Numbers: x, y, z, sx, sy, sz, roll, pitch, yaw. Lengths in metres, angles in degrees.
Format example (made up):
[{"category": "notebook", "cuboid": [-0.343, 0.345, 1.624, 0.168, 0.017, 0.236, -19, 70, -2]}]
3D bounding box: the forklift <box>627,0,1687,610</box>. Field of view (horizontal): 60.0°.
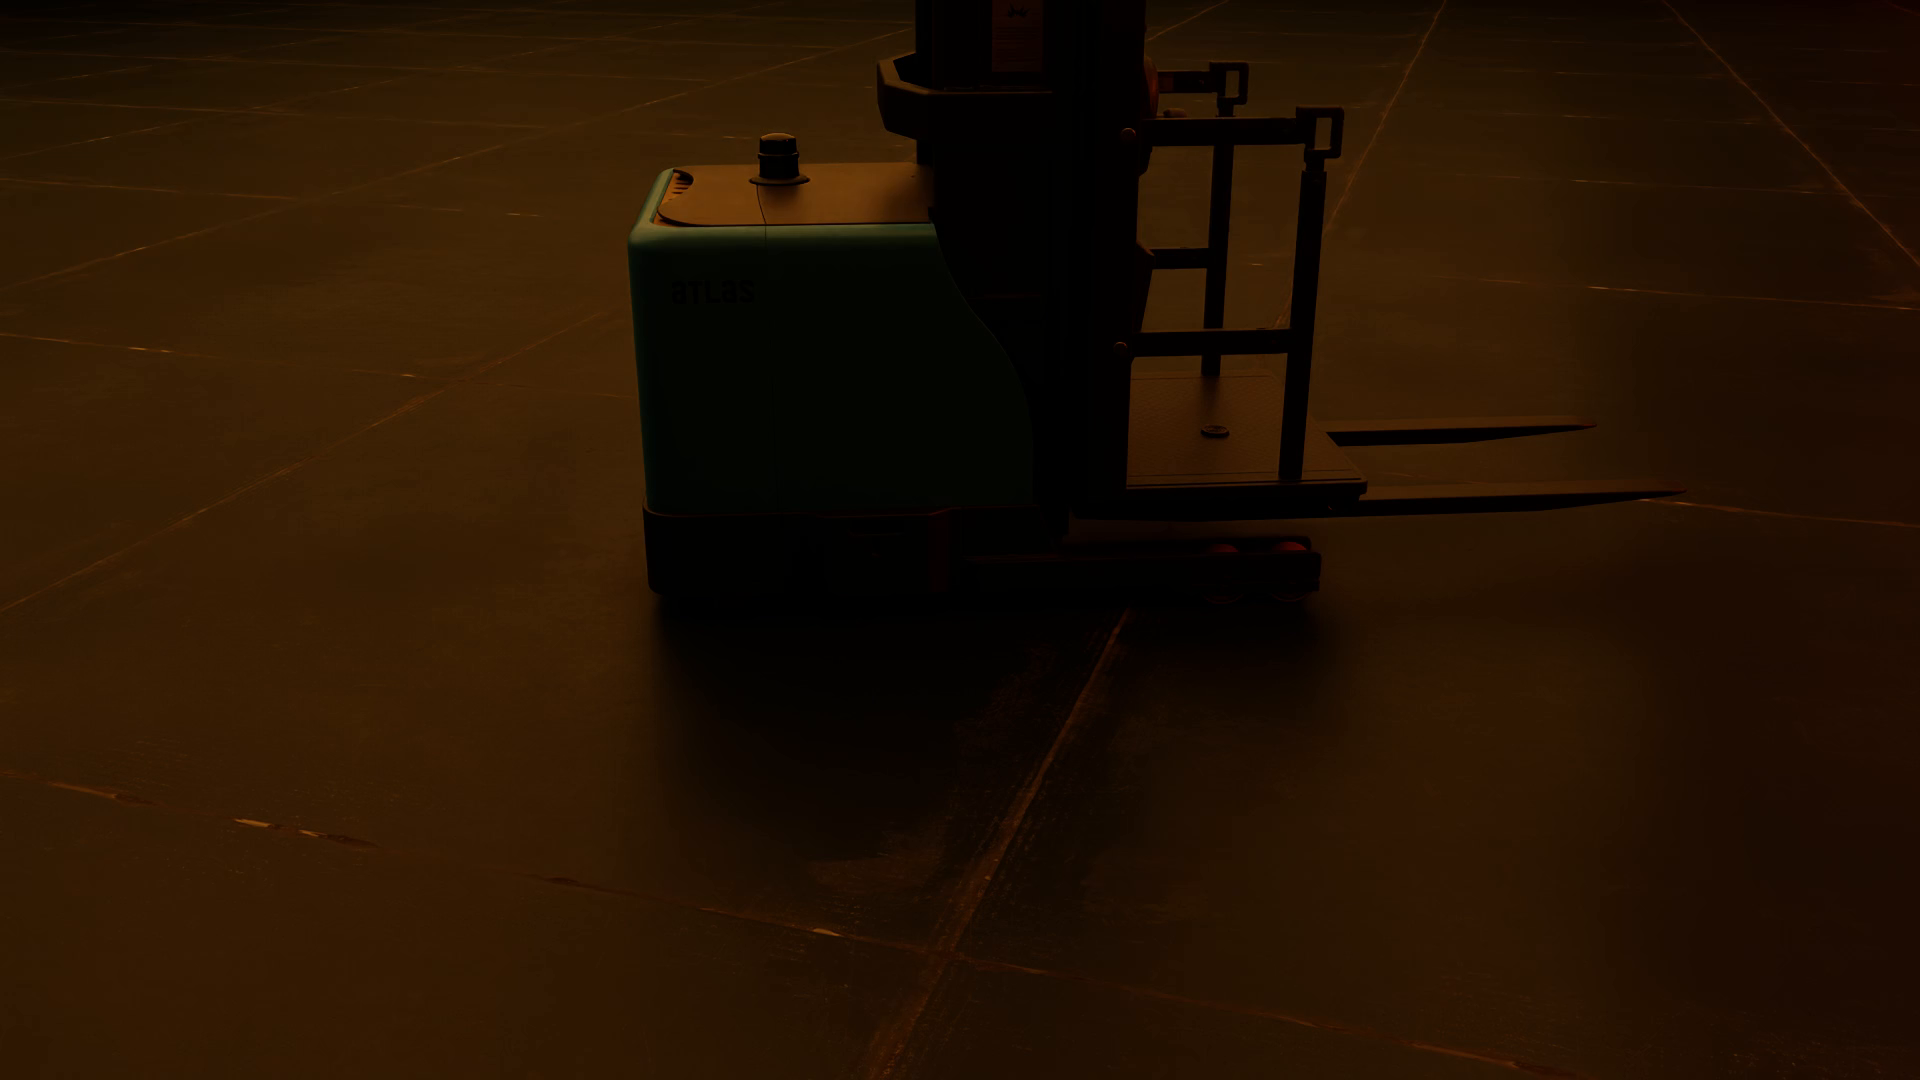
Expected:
[{"category": "forklift", "cuboid": [0.606, -1.374, 4.608, 3.031, 2.935, 1.130, -2, 23, -4]}]
